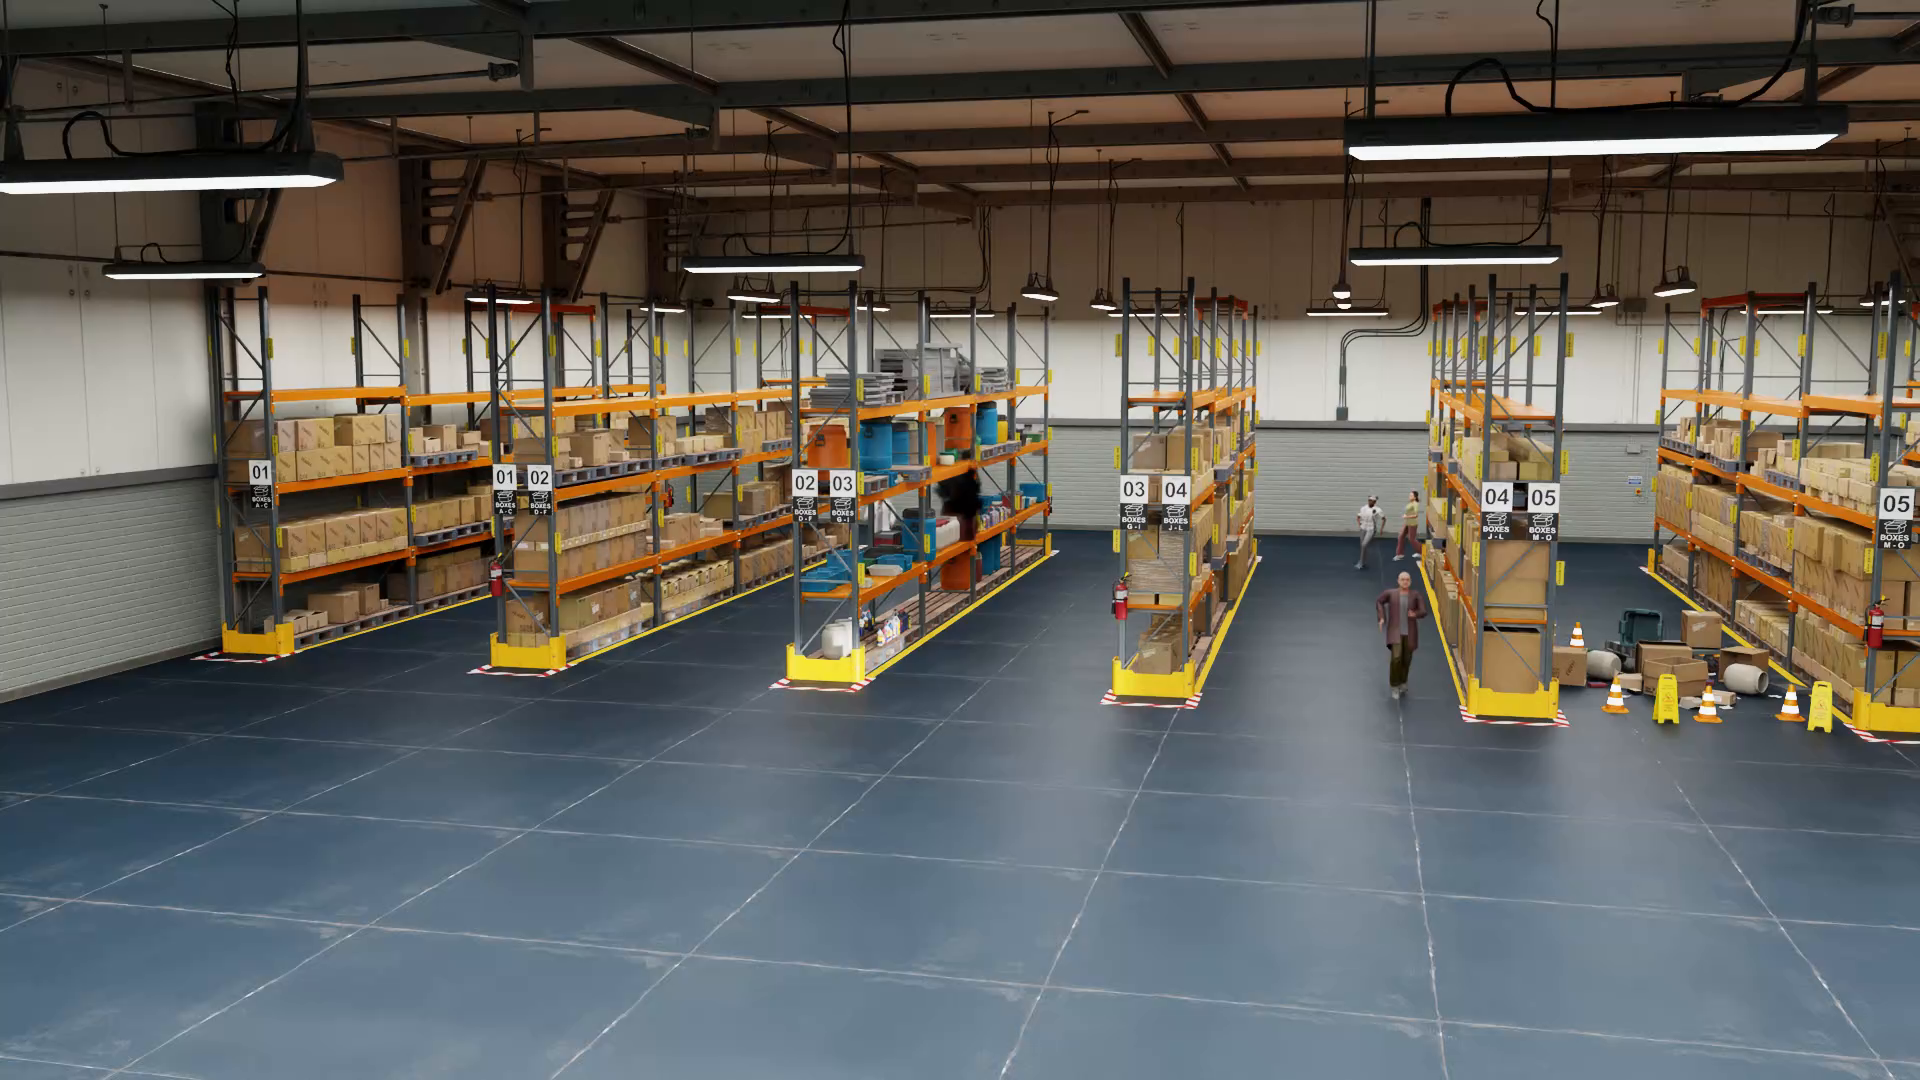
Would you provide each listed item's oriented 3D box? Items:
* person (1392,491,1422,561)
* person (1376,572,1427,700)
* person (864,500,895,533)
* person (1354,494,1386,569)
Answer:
[{"bbox_3d":[10.704,-0.331,39.316,0.816,1.690,0.575,-1,7,-12],"label":"person"},{"bbox_3d":[6.379,1.375,24.005,0.670,1.846,0.829,0,7,4],"label":"person"},{"bbox_3d":[-1.837,-0.248,38.048,0.711,1.753,0.915,0,7,-2],"label":"person"},{"bbox_3d":[9.342,-0.206,38.055,0.624,1.685,0.836,5,8,37],"label":"person"}]
